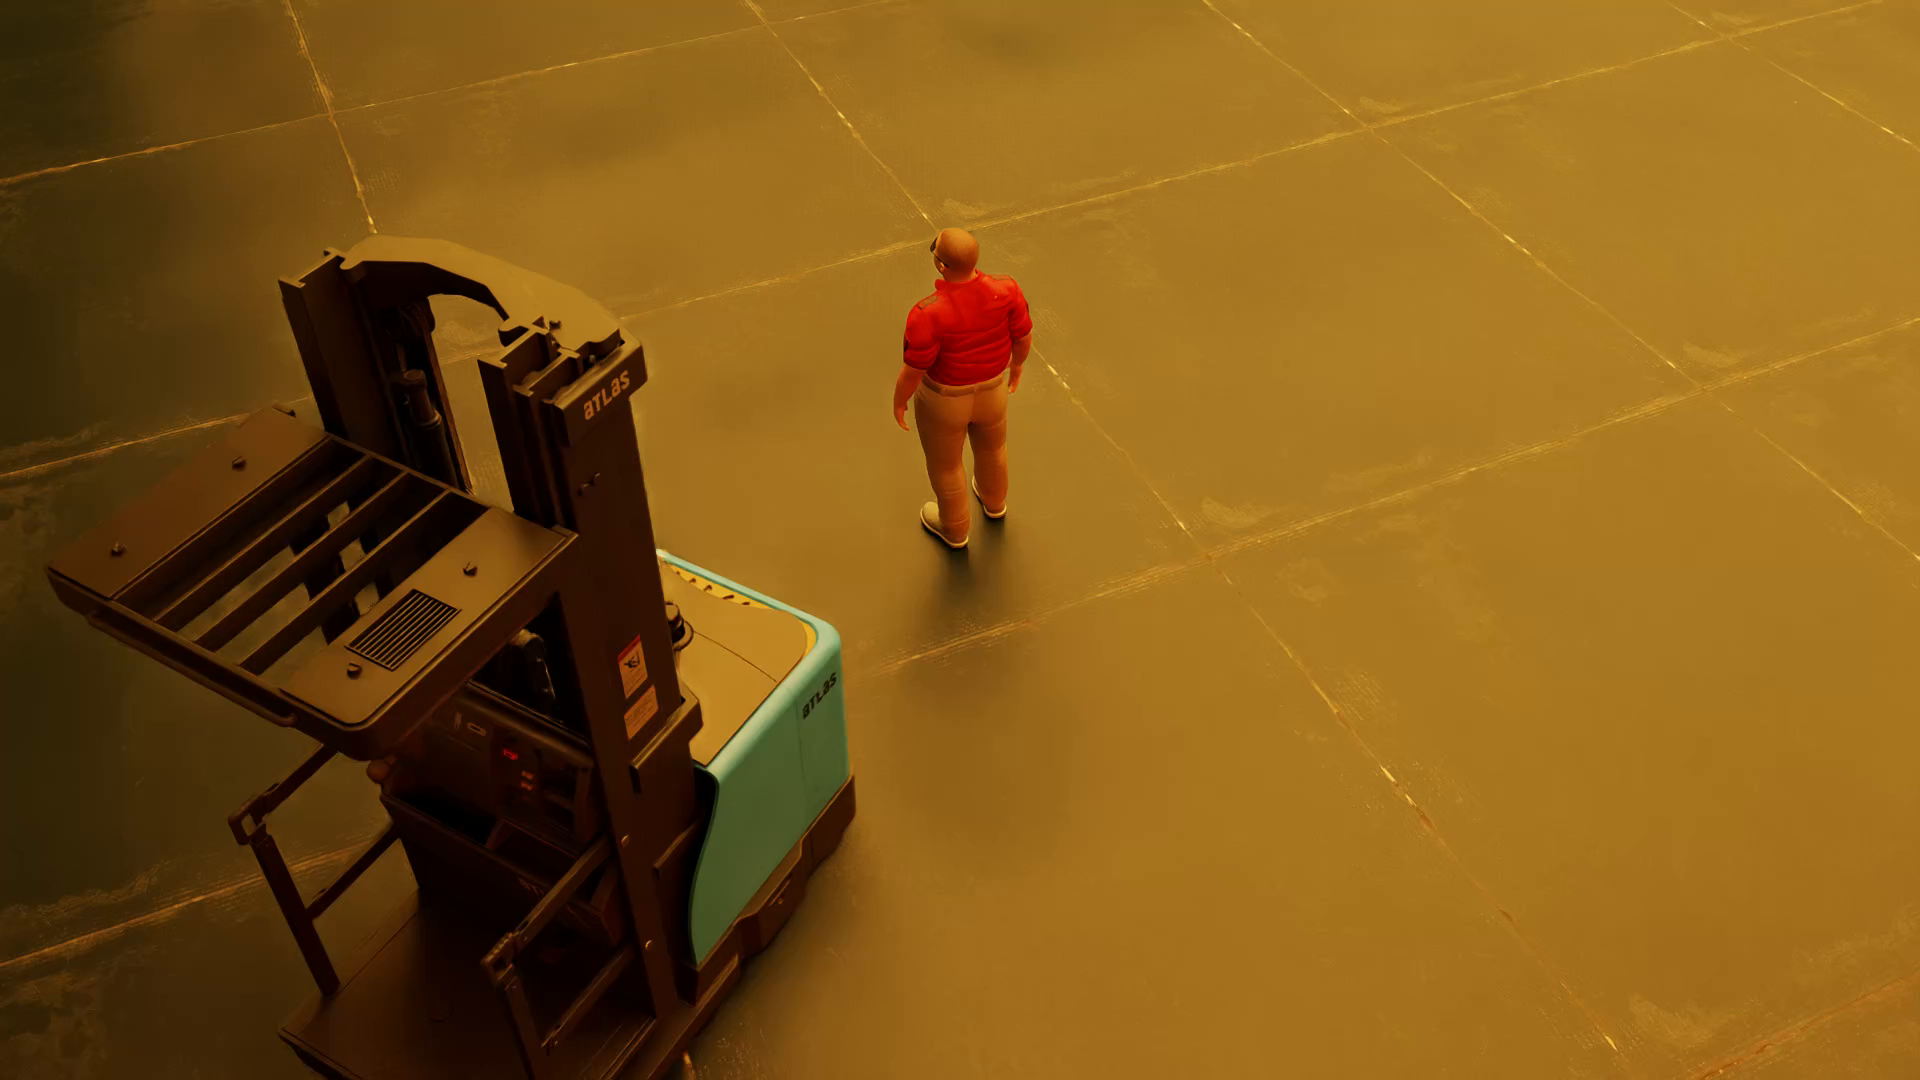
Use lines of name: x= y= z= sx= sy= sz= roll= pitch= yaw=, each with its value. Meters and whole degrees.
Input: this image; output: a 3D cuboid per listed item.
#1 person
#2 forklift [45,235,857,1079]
person: x=-0.027 y=-0.696 z=7.297 sx=0.640 sy=1.727 sz=0.551 roll=-18 pitch=46 yaw=-18
forklift: x=-1.584 y=0.731 z=4.896 sx=1.130 sy=2.935 sz=3.031 roll=22 pitch=47 yaw=22
